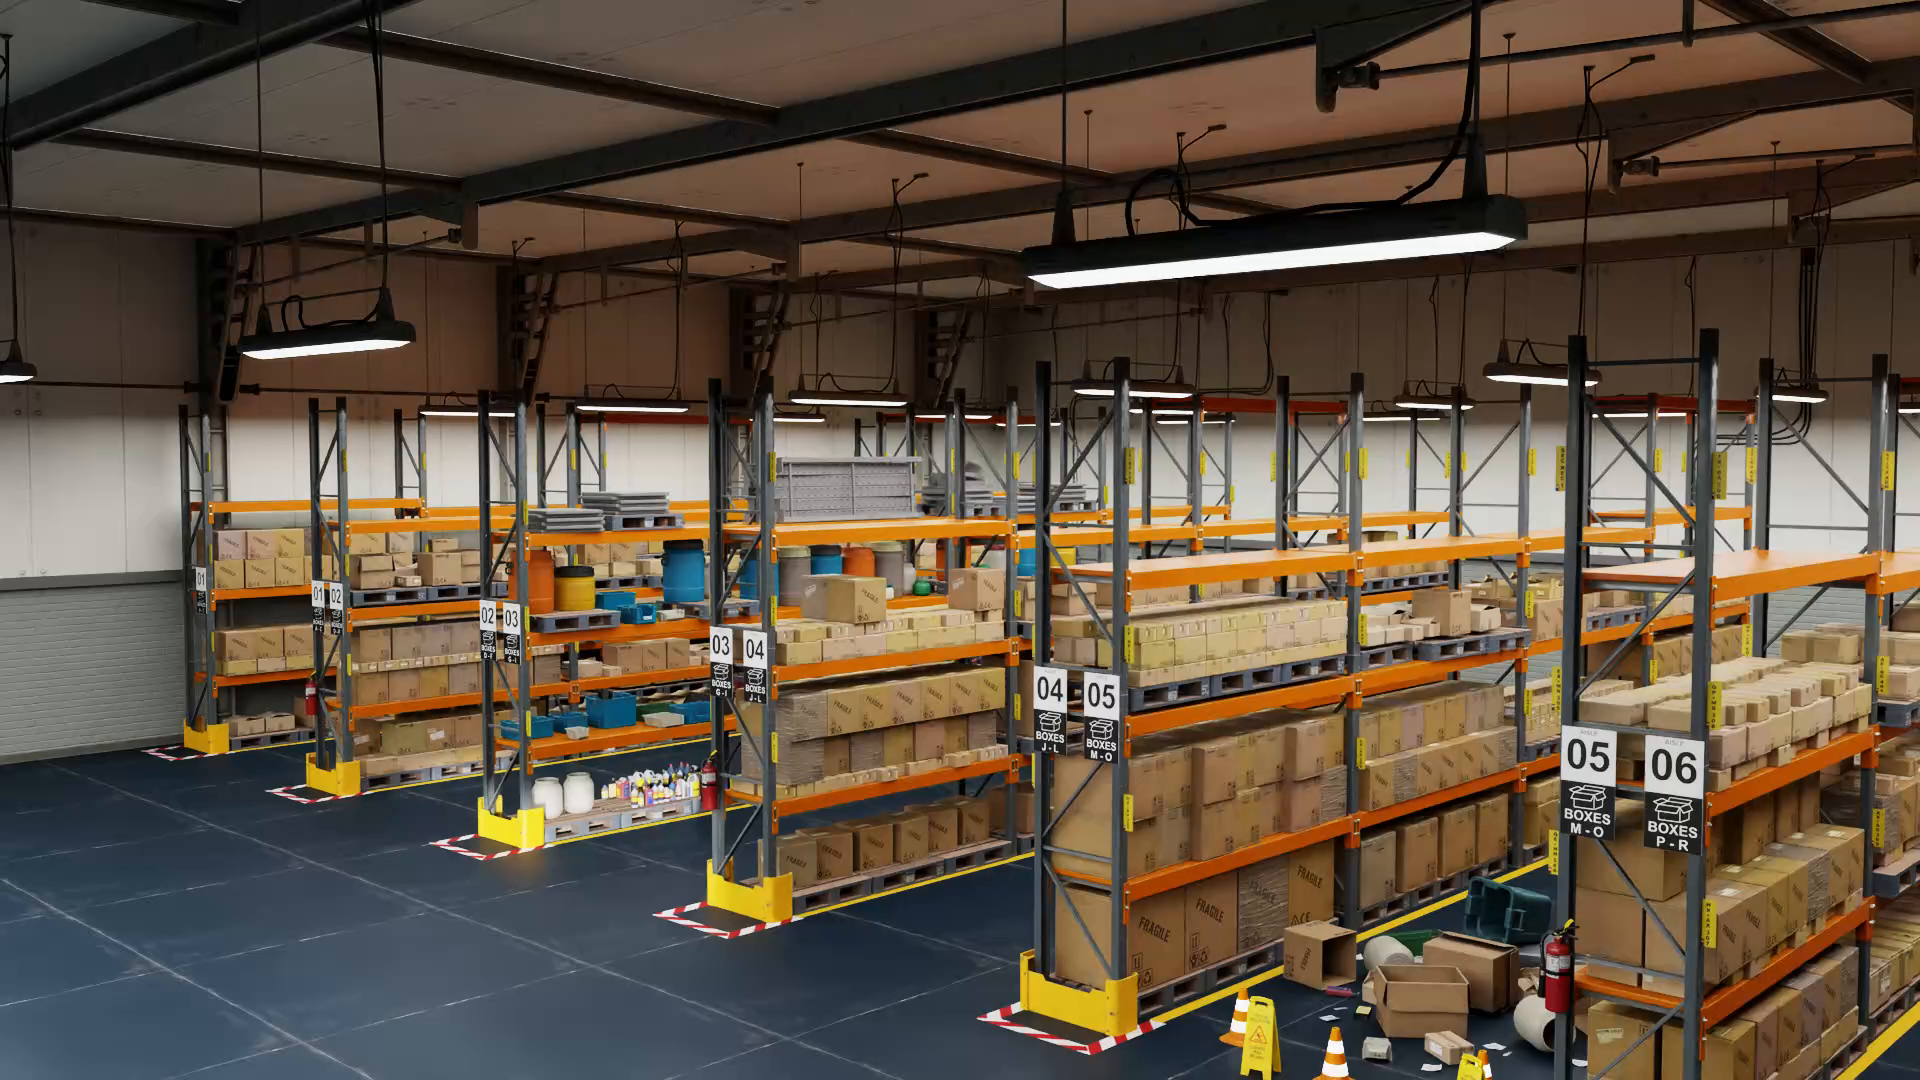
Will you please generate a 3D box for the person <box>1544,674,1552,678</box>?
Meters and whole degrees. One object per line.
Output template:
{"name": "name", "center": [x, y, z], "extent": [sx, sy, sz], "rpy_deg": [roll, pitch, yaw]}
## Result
{"name": "person", "center": [9.647, 2.954, 26.827], "extent": [0.663, 1.626, 0.596], "rpy_deg": [-3, 4, -42]}
